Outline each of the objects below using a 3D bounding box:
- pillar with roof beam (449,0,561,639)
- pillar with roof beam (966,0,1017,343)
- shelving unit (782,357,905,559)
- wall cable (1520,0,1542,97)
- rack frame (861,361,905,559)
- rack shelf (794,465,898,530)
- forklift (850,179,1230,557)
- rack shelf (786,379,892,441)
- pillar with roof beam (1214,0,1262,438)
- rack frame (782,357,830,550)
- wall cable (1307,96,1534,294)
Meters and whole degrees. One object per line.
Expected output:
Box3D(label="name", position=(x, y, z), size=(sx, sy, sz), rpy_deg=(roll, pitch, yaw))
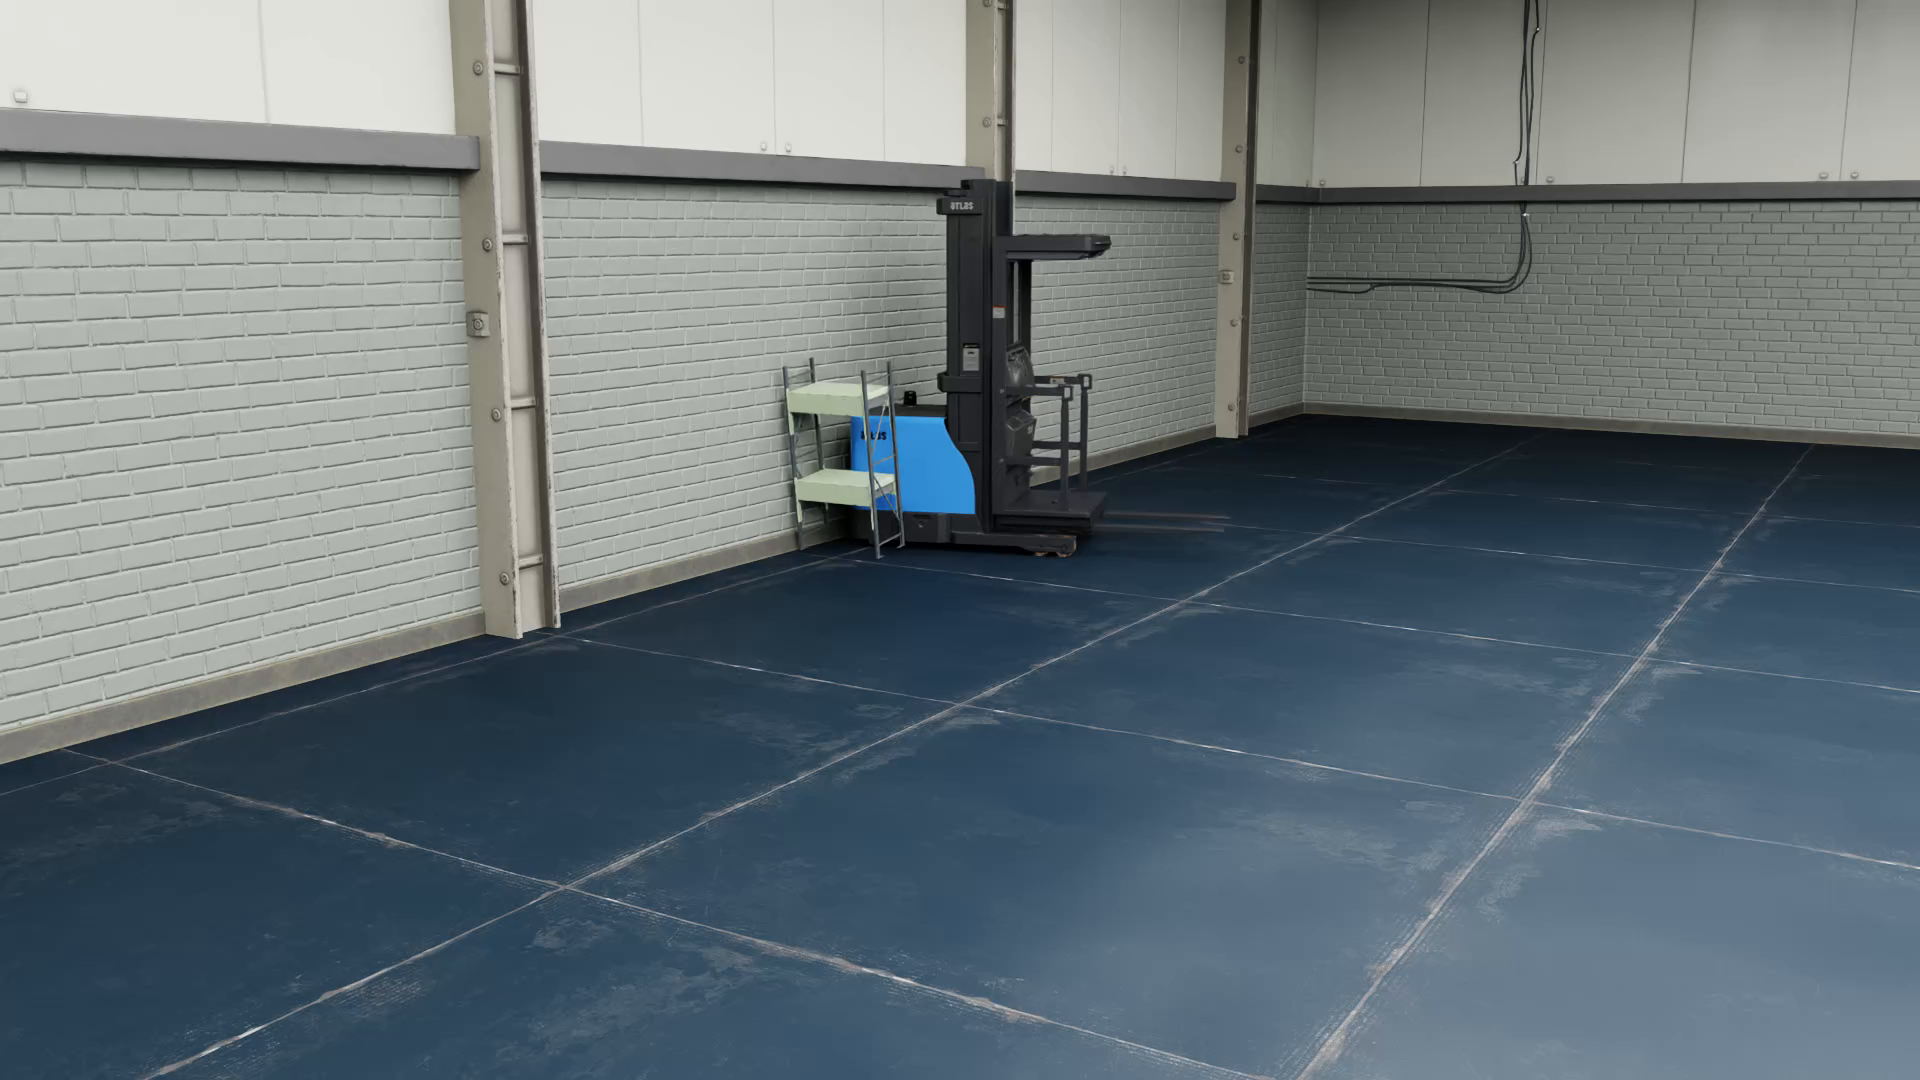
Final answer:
Box3D(label="pillar with roof beam", position=(0.845, -3.431, 7.743), size=(9.100, 9.000, 0.400), rpy_deg=(6, 12, 31))
Box3D(label="pillar with roof beam", position=(3.960, -4.375, 12.783), size=(9.100, 9.000, 0.400), rpy_deg=(6, 12, 31))
Box3D(label="shelving unit", position=(-0.914, -0.655, 13.167), size=(0.755, 1.500, 0.431), rpy_deg=(6, 19, 30))
Box3D(label="wall cable", position=(8.367, -6.765, 20.261), size=(3.097, 2.526, 0.112), rpy_deg=(6, 12, 31))
Box3D(label="rack frame", position=(-0.598, -0.622, 12.985), size=(0.023, 1.500, 0.400), rpy_deg=(6, 19, 30))
Box3D(label="rack shelf", position=(-0.894, -0.344, 13.260), size=(0.720, 0.370, 0.431), rpy_deg=(6, 19, 30))
Box3D(label="forklift", position=(0.672, -1.414, 13.459), size=(3.031, 2.935, 1.130), rpy_deg=(2, 11, 13))
Box3D(label="rack shelf", position=(-0.939, -1.029, 13.055), size=(0.720, 0.370, 0.431), rpy_deg=(6, 19, 30))
Box3D(label="pillar with roof beam", position=(7.075, -5.319, 17.823), size=(9.100, 9.000, 0.400), rpy_deg=(6, 12, 31))
Box3D(label="rack frame", position=(-1.230, -0.689, 13.348), size=(0.023, 1.500, 0.400), rpy_deg=(6, 19, 30))
Box3D(label="wall cable", position=(6.055, -4.541, 22.106), size=(3.097, 2.526, 0.112), rpy_deg=(6, 12, 31))
